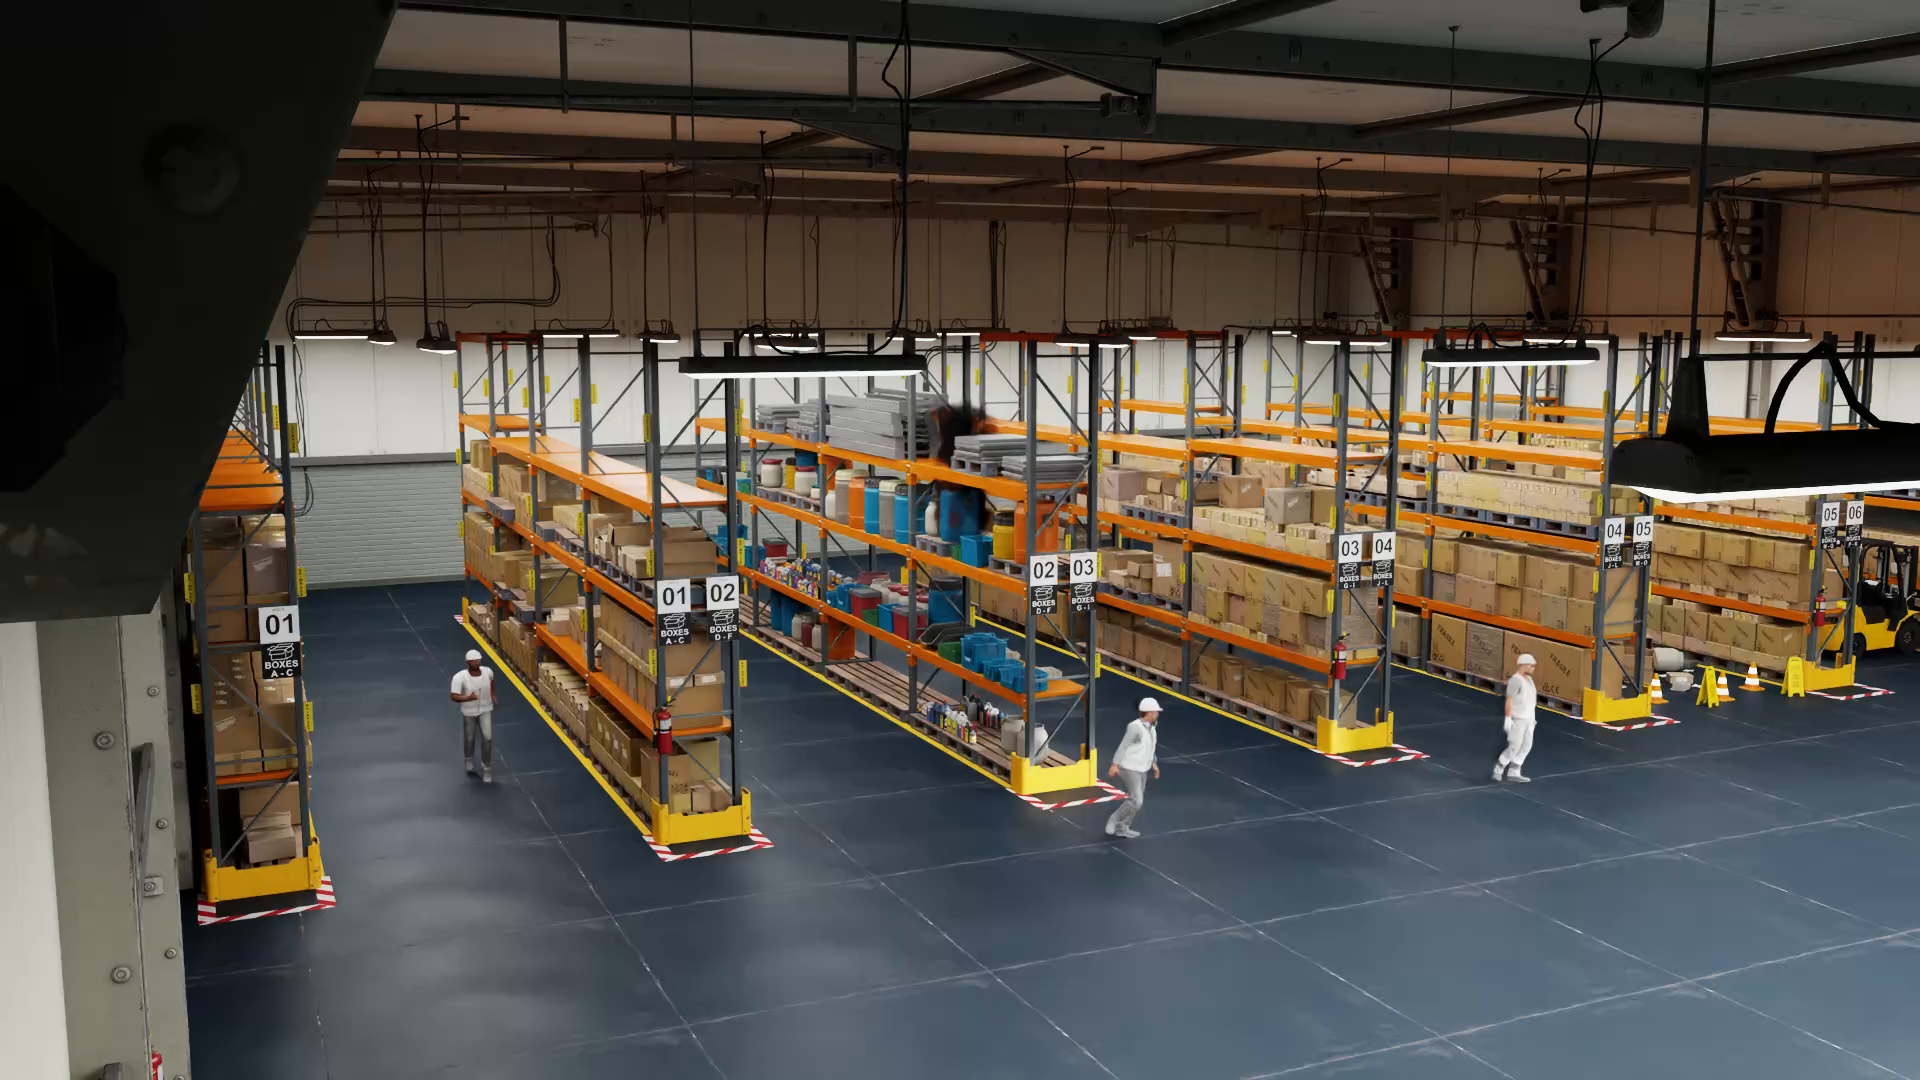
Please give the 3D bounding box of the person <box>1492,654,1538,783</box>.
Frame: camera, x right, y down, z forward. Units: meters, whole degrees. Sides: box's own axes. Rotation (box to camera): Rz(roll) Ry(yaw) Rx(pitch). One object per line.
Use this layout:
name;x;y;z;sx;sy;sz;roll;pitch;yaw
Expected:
person;7.531;2.421;22.569;0.470;1.766;0.654;7;10;41

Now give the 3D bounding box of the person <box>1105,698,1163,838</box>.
person;2.124;2.770;20.184;0.595;1.738;0.692;5;9;31

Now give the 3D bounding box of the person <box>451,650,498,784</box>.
person;-6.636;2.390;22.775;0.657;1.823;0.872;-4;9;-26
